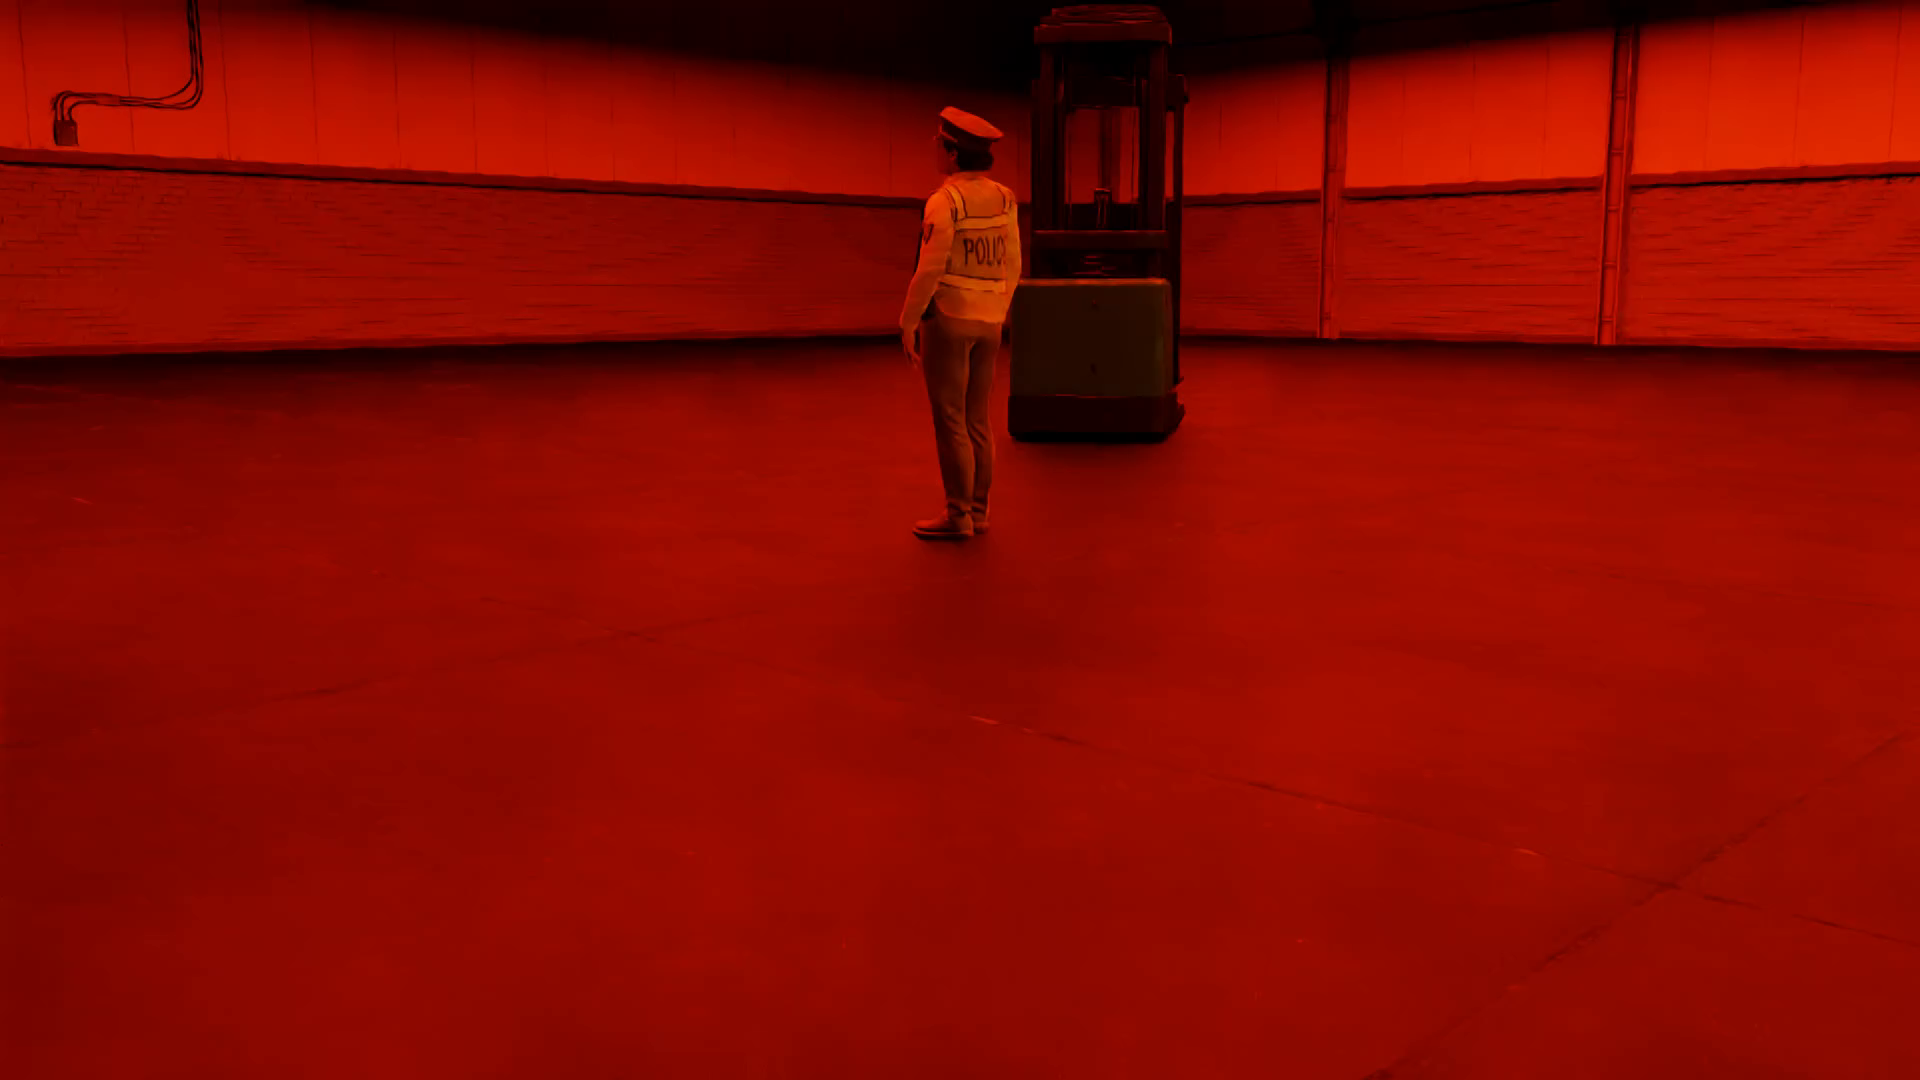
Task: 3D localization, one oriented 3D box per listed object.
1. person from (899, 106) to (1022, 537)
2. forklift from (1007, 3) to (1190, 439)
[{"bbox_3d":[-0.044,-0.853,6.642,0.533,1.695,0.586,8,12,43],"label":"person"},{"bbox_3d":[1.099,-2.312,12.228,1.130,2.935,3.031,2,9,11],"label":"forklift"}]
